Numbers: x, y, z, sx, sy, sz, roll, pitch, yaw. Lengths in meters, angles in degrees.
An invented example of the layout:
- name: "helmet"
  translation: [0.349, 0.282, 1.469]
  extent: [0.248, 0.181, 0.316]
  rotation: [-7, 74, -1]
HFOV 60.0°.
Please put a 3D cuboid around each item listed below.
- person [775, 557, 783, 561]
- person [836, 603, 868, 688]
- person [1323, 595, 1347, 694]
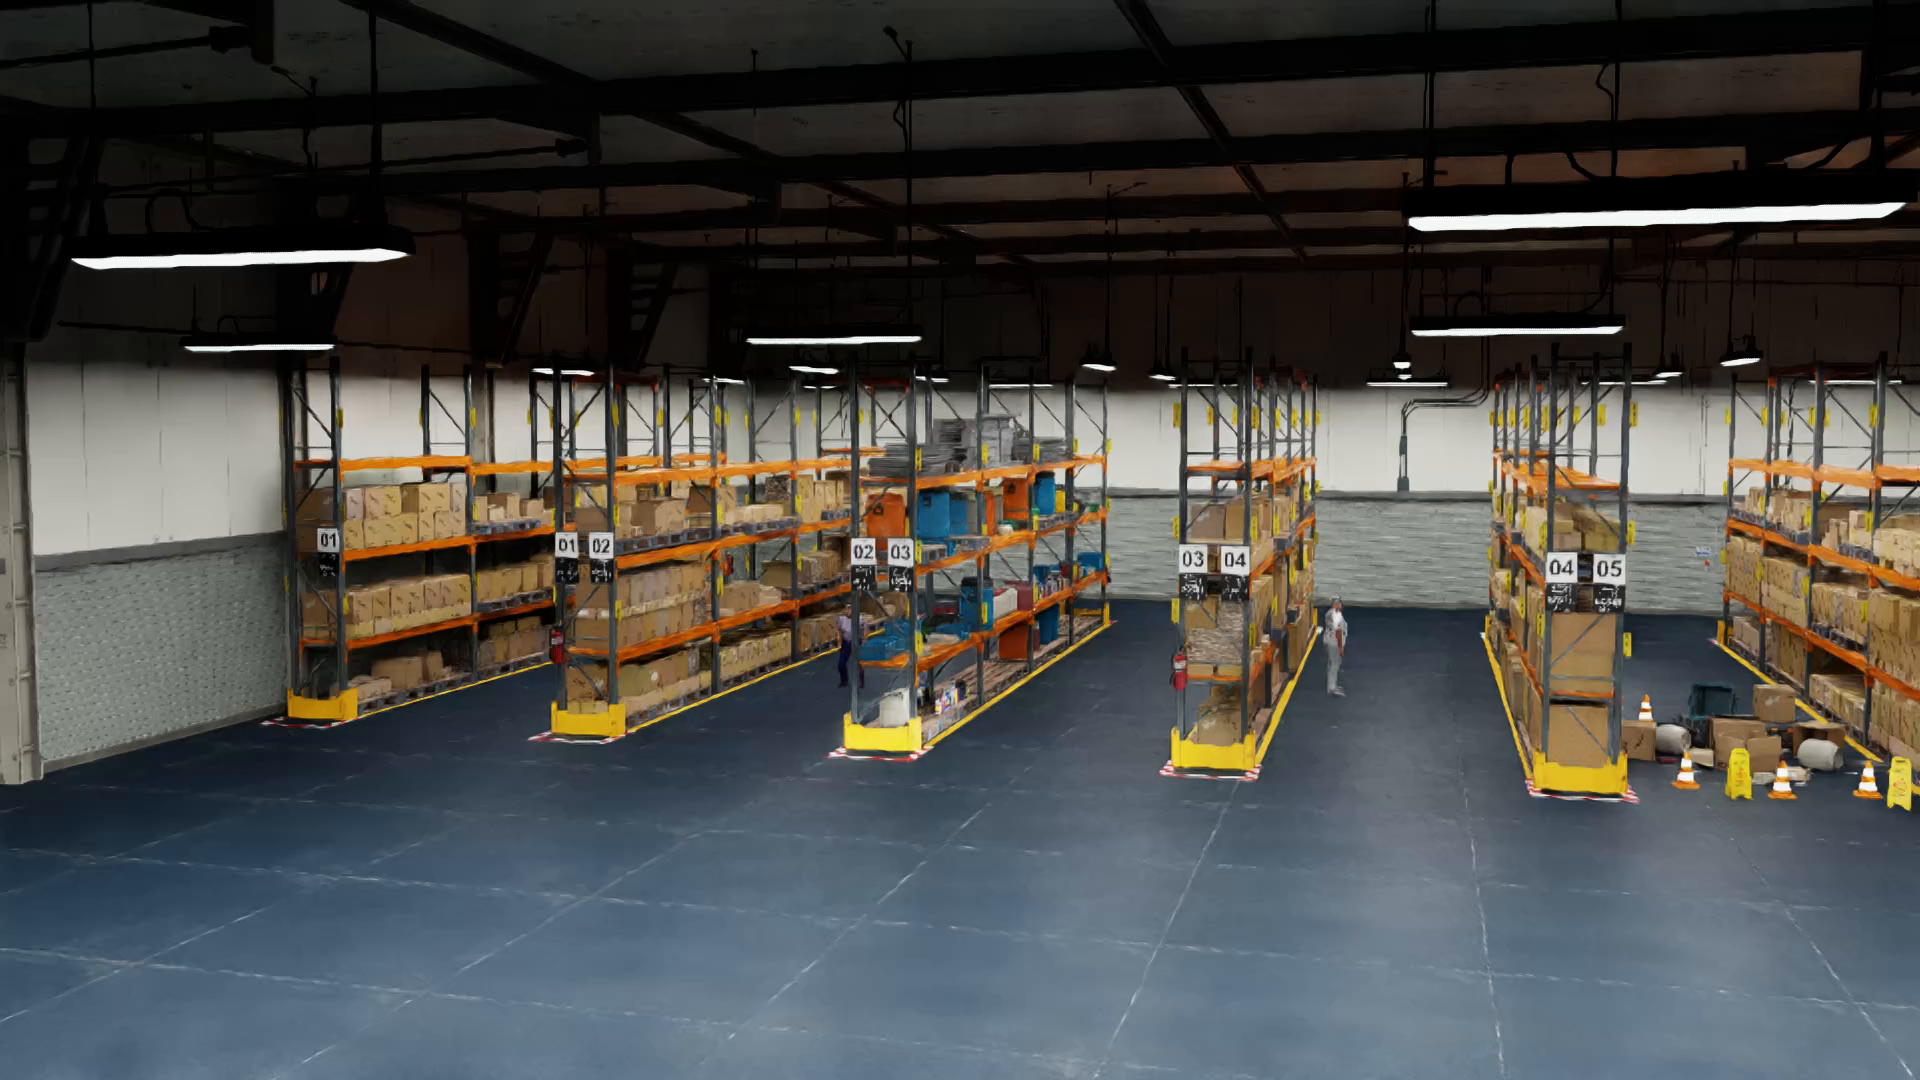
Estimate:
- name: "person"
  translation: [-4.418, 1.210, 40.620]
  extent: [0.448, 1.590, 1.110]
  rotation: [1, 4, 17]
- name: "person"
  translation: [-2.011, 1.951, 30.833]
  extent: [0.625, 1.596, 0.503]
  rotation: [1, 4, 14]
- name: "person"
  translation: [6.830, 1.886, 30.228]
  extent: [0.423, 1.766, 0.648]
  rotation: [0, 4, -6]
